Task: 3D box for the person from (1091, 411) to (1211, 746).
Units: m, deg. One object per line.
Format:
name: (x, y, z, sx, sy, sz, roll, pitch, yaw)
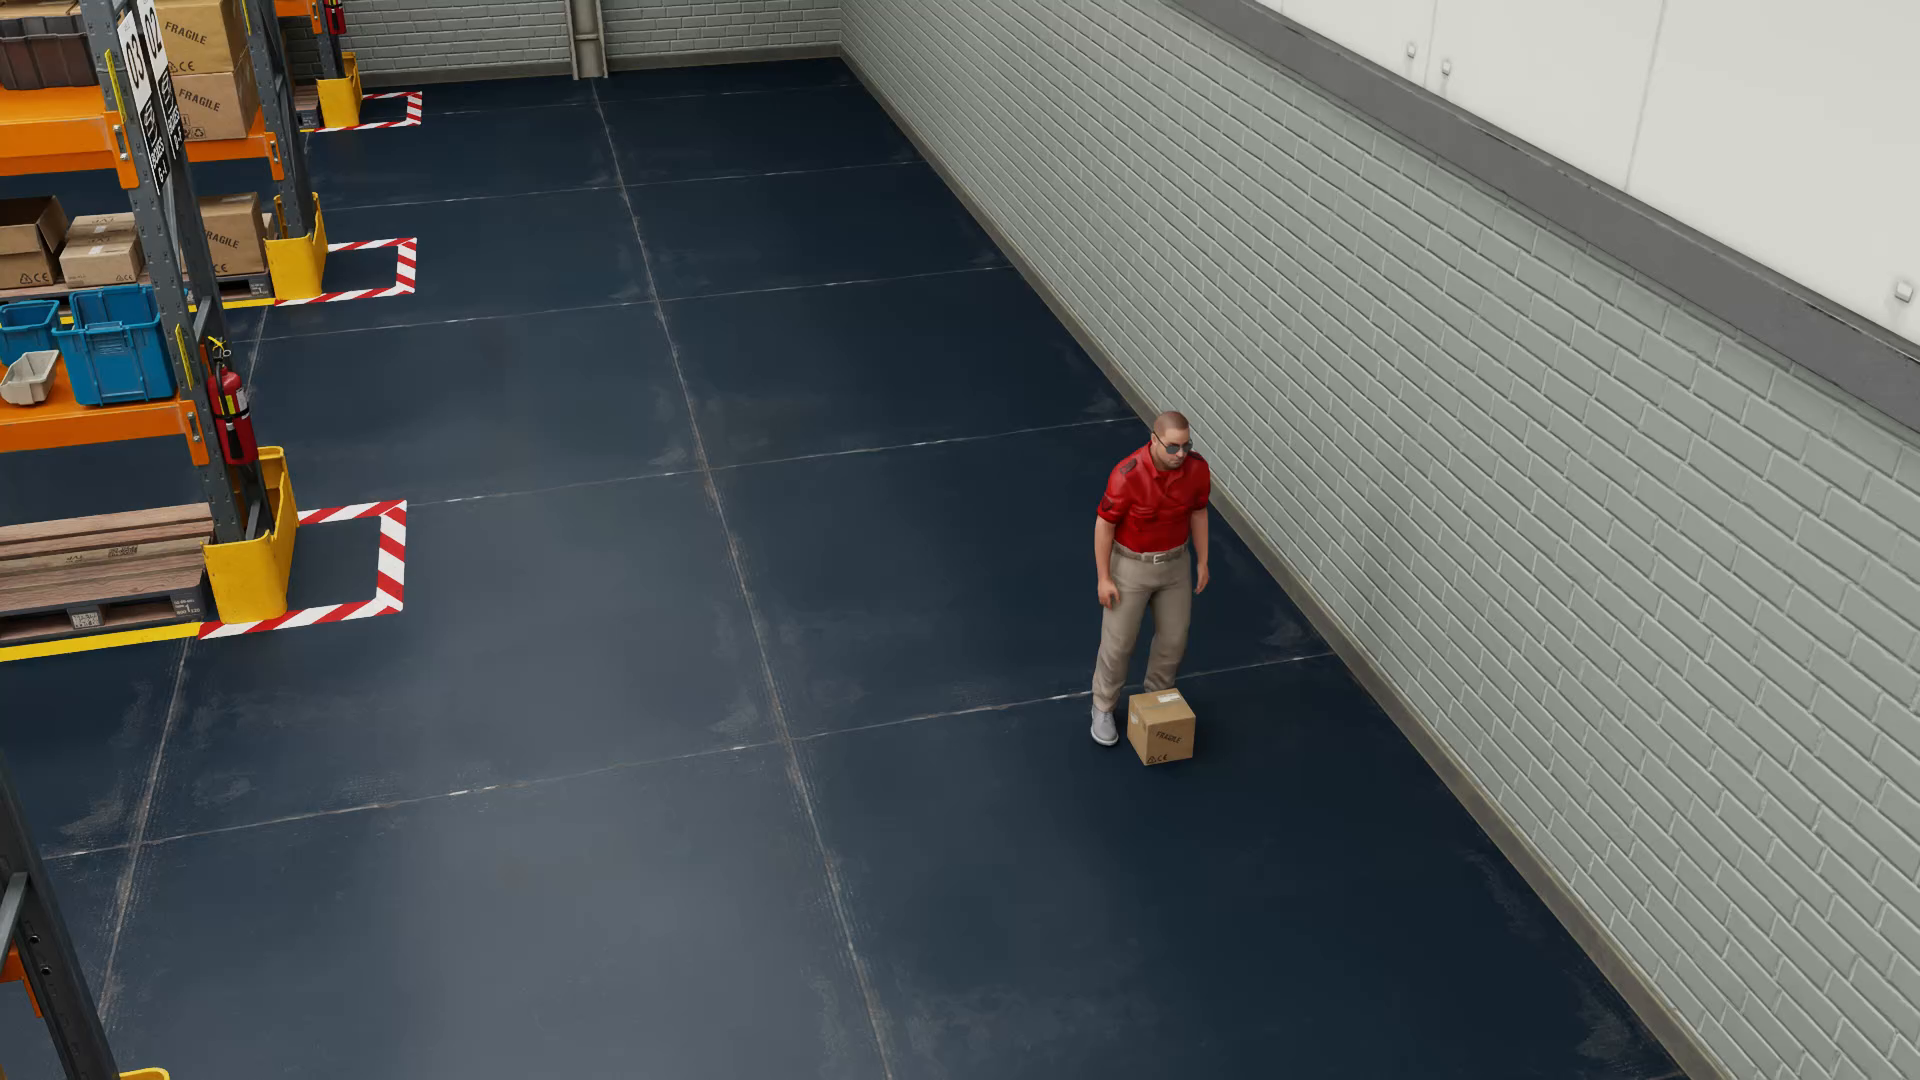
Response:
person: (0.919, 0.152, 7.991, 0.606, 1.727, 0.389, -9, 31, -16)
